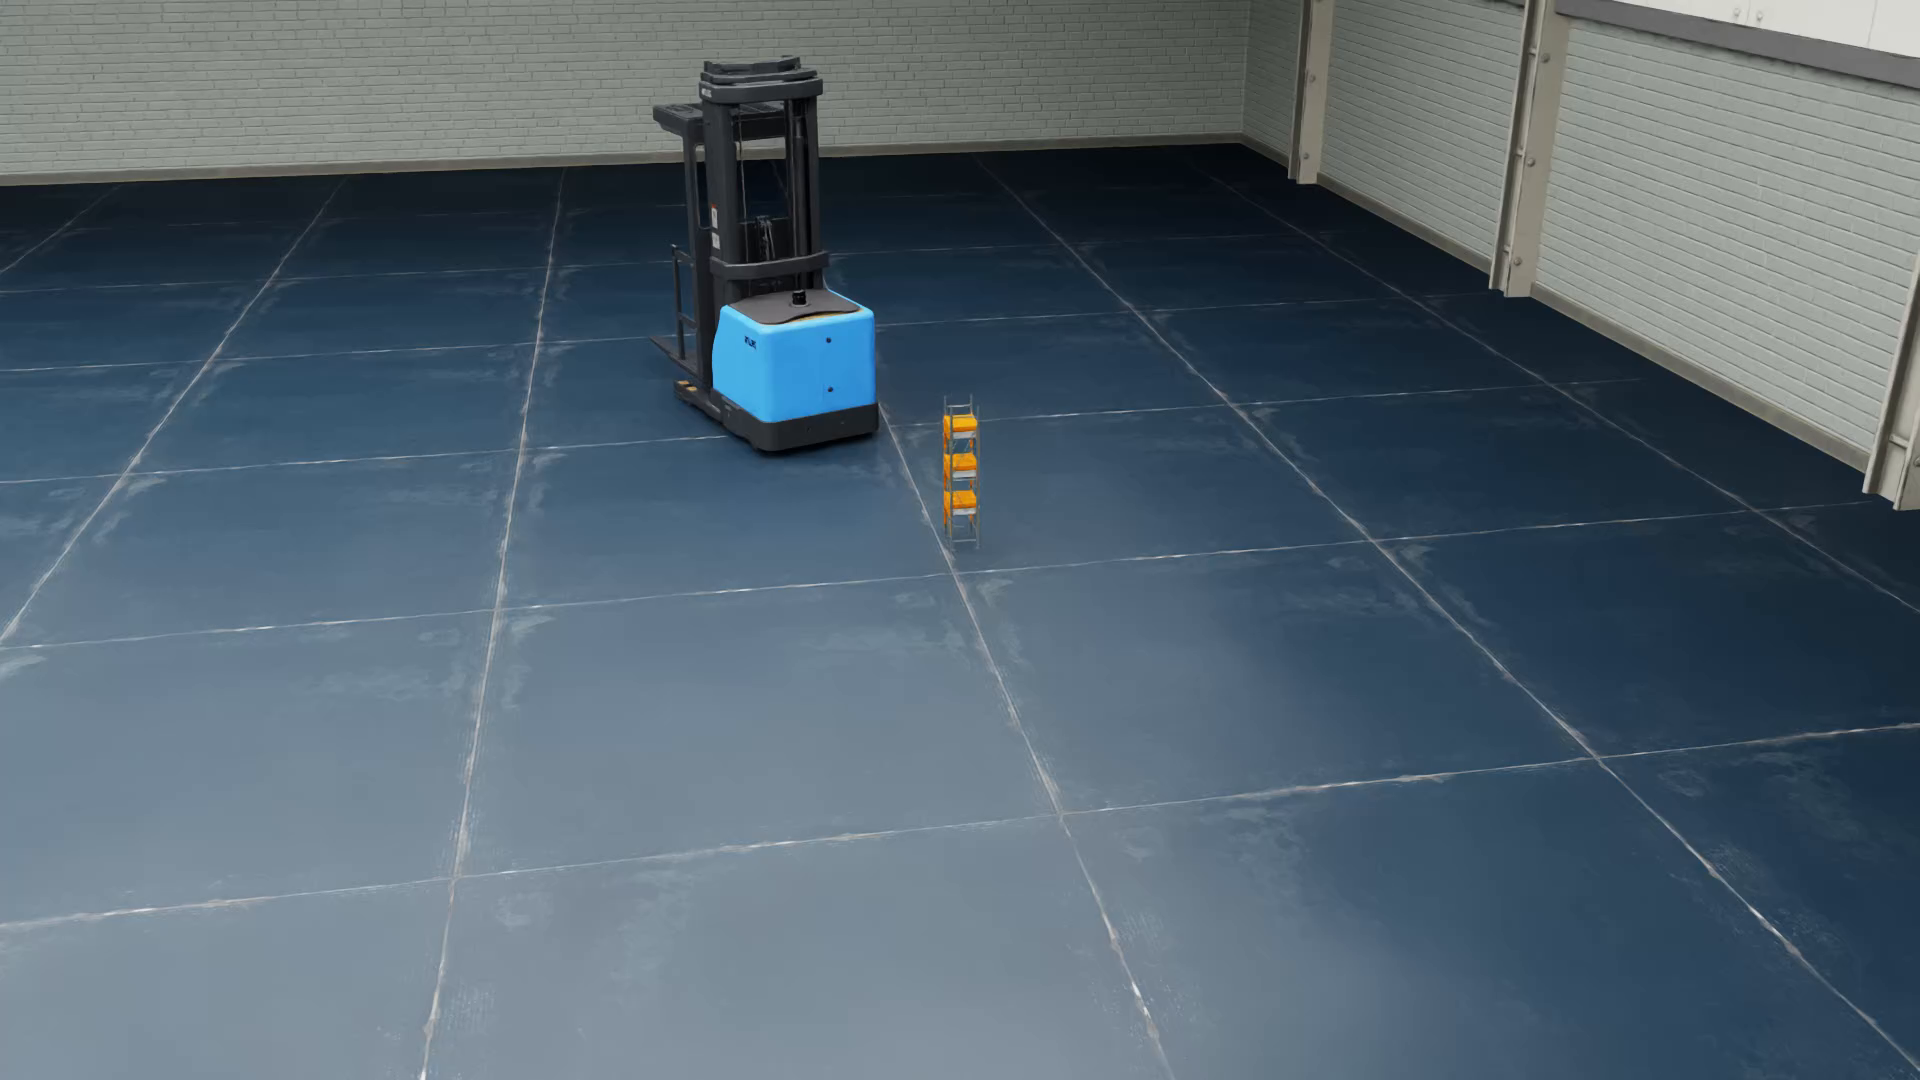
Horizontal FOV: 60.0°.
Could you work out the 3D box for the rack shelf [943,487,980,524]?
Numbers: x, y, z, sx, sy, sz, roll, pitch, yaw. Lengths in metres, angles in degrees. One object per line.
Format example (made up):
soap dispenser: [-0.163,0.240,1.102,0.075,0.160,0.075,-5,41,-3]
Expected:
rack shelf: [0.010,-0.196,11.607,0.215,0.259,0.240,-4,24,-10]

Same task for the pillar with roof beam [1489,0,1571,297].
pillar with roof beam: [1.676,-6.469,15.319,9.100,9.000,0.400,-4,24,-10]

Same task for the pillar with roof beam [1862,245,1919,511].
pillar with roof beam: [2.785,-4.109,9.916,9.100,9.000,0.400,-4,24,-10]

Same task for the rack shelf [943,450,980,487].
rack shelf: [0.010,-0.450,11.496,0.215,0.259,0.240,-4,24,-10]

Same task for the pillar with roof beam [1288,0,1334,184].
pillar with roof beam: [0.566,-8.829,20.723,9.100,9.000,0.400,-4,24,-10]

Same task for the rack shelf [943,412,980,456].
rack shelf: [0.010,-0.710,11.382,0.215,0.259,0.240,-4,24,-10]

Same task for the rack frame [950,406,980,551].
rack frame: [0.032,-0.412,11.382,0.200,1.050,0.008,-4,24,-10]

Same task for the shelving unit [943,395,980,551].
shelving unit: [0.010,-0.460,11.492,0.215,1.050,0.252,-4,24,-10]

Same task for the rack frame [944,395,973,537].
rack frame: [-0.013,-0.508,11.602,0.200,1.050,0.008,-4,24,-10]

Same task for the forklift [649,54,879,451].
forklift: [-1.852,-2.593,14.025,1.130,2.935,3.031,-13,27,-28]
